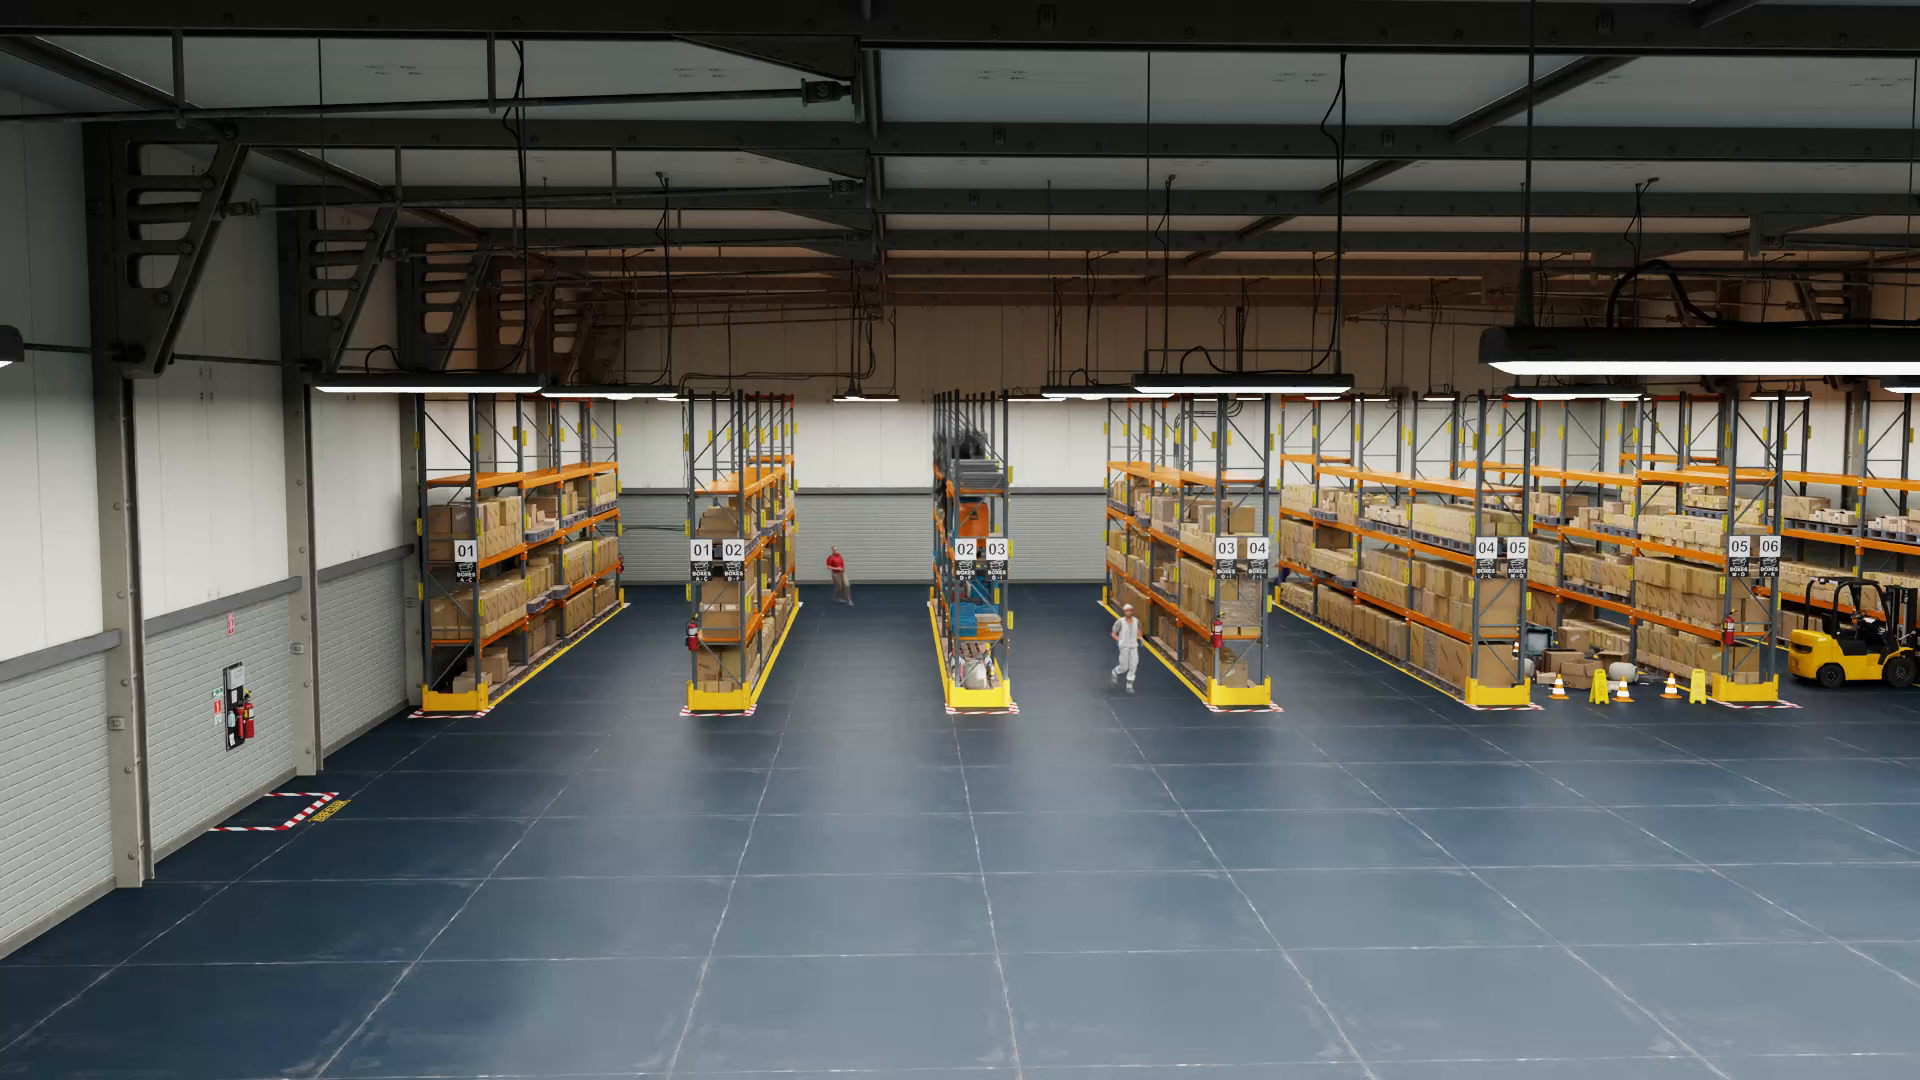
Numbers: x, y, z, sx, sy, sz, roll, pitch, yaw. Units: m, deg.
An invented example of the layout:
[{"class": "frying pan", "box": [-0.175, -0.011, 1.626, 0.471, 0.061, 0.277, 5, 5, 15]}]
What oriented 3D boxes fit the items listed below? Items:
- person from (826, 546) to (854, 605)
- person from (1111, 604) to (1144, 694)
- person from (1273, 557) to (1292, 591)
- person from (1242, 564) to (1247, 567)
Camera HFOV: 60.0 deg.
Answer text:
[{"class": "person", "box": [-3.500, 1.024, 47.470, 0.715, 1.717, 0.772, -4, 6, -43]}, {"class": "person", "box": [3.339, 2.151, 33.167, 0.661, 1.771, 0.783, -1, 5, -16]}, {"class": "person", "box": [9.544, 0.939, 48.944, 0.631, 1.662, 0.667, -1, 5, -9]}, {"class": "person", "box": [8.266, 0.892, 48.732, 0.791, 1.721, 0.802, -1, 5, -17]}]
